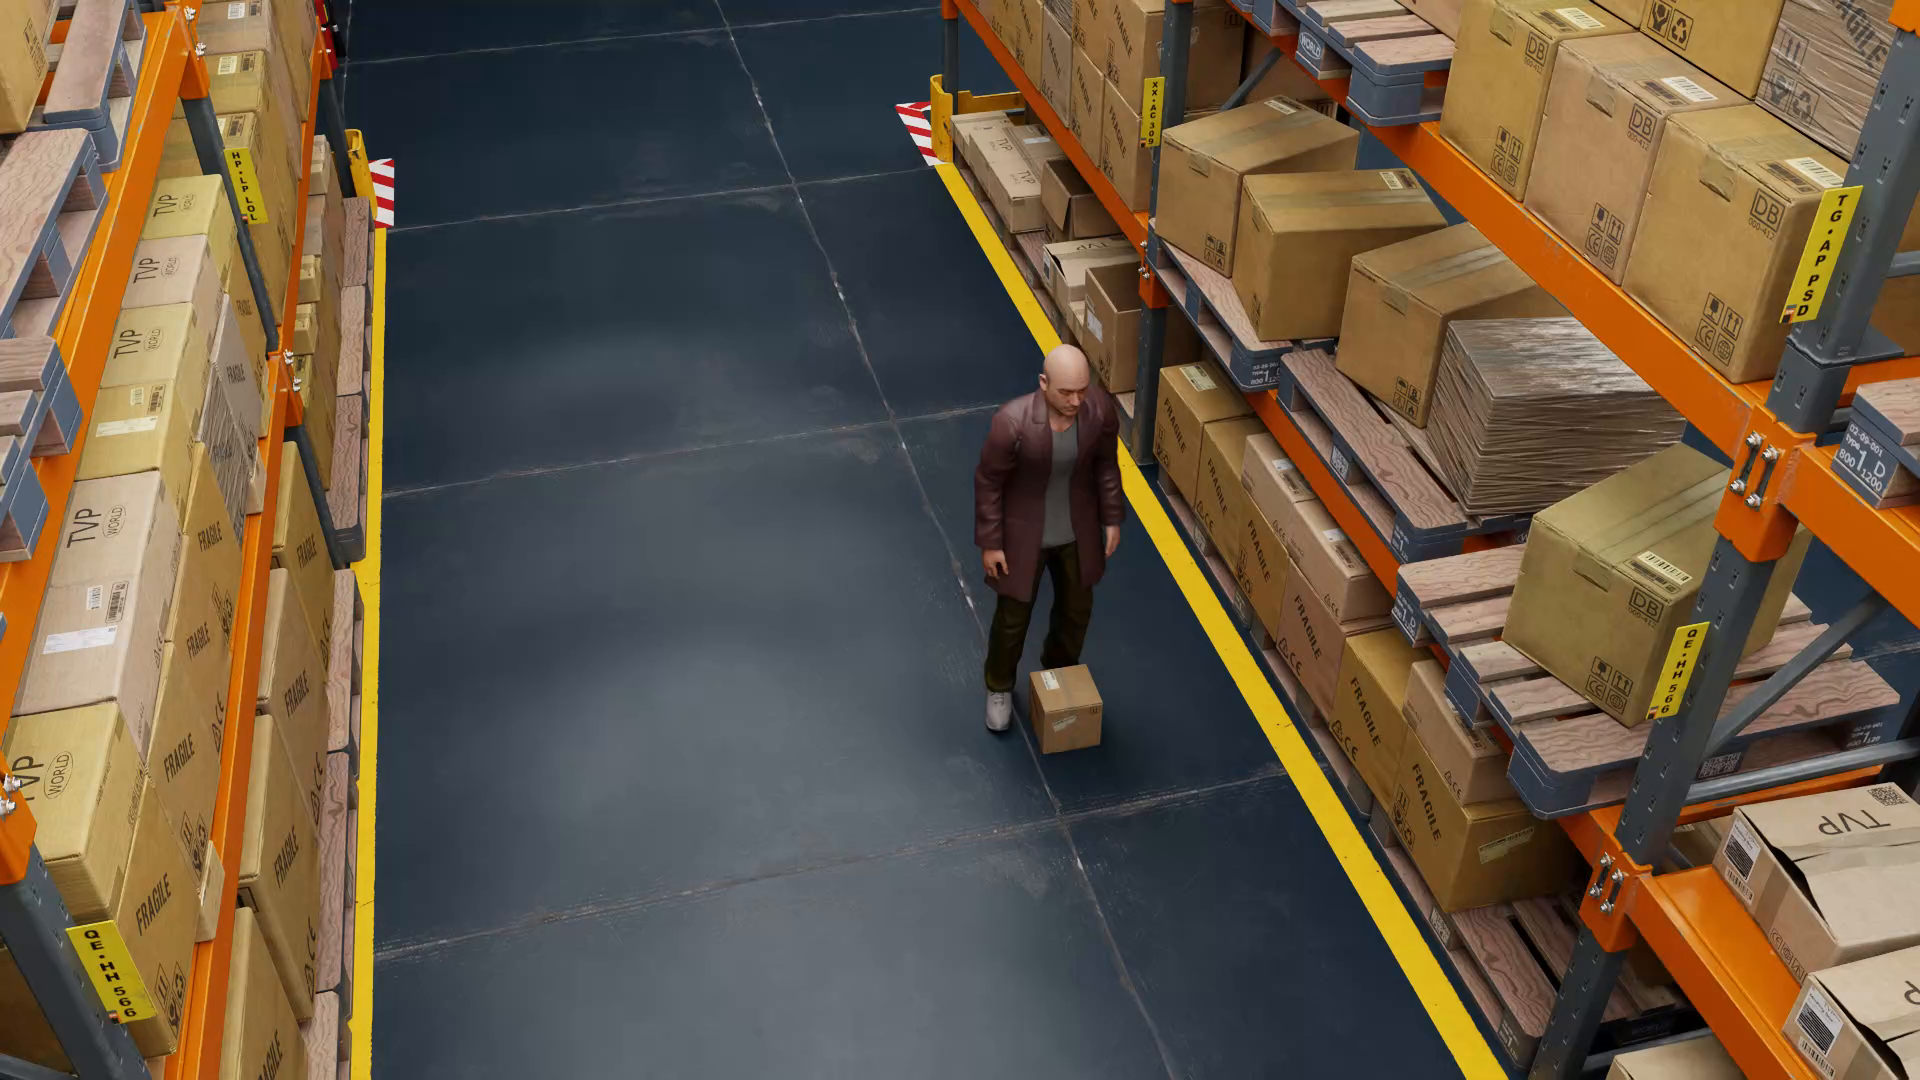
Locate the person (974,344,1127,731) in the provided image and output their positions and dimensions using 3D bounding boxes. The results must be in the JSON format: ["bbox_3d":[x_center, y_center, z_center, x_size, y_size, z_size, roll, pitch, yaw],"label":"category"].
[{"bbox_3d":[0.367,-0.030,6.766,0.654,1.774,0.424,-11,39,-14],"label":"person"}]
